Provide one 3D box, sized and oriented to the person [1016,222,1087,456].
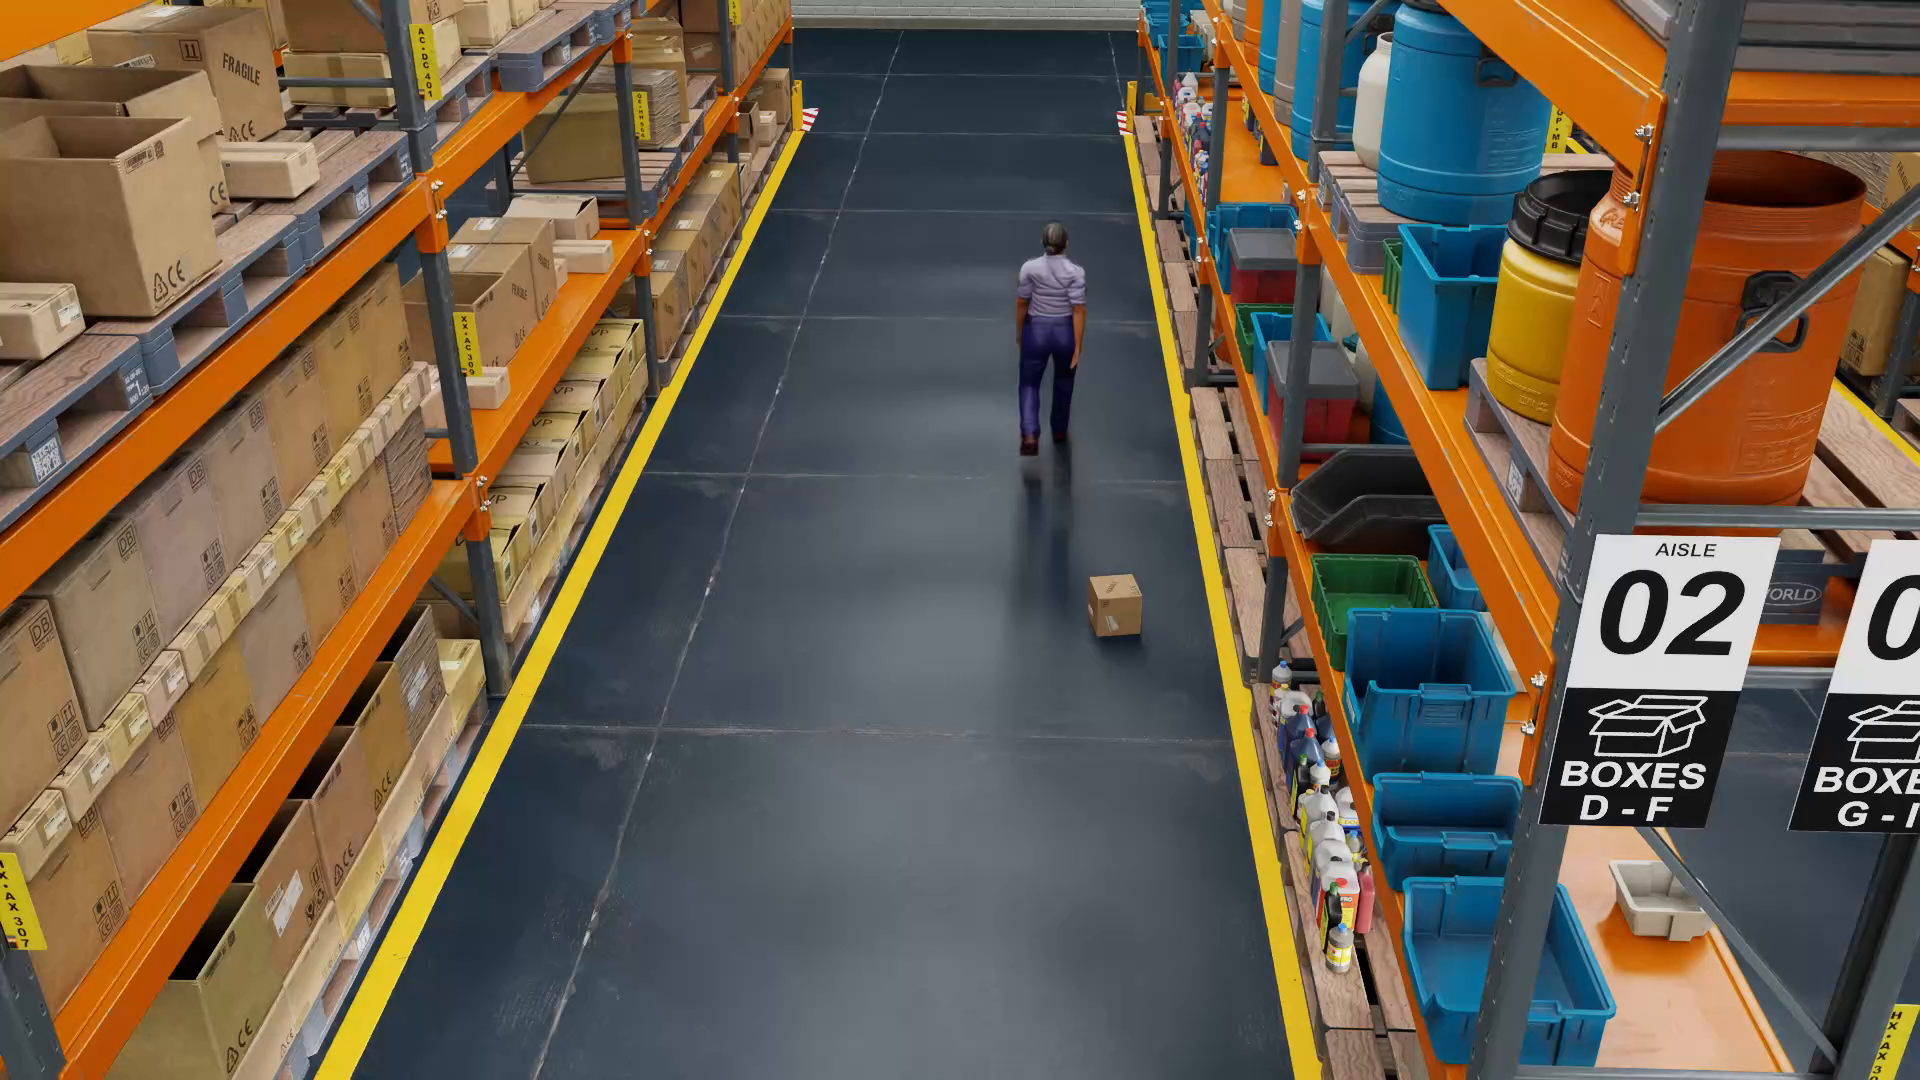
[{"bbox_3d":[0.602,-1.339,11.132,0.469,1.591,0.888,2,28,3],"label":"person"}]
